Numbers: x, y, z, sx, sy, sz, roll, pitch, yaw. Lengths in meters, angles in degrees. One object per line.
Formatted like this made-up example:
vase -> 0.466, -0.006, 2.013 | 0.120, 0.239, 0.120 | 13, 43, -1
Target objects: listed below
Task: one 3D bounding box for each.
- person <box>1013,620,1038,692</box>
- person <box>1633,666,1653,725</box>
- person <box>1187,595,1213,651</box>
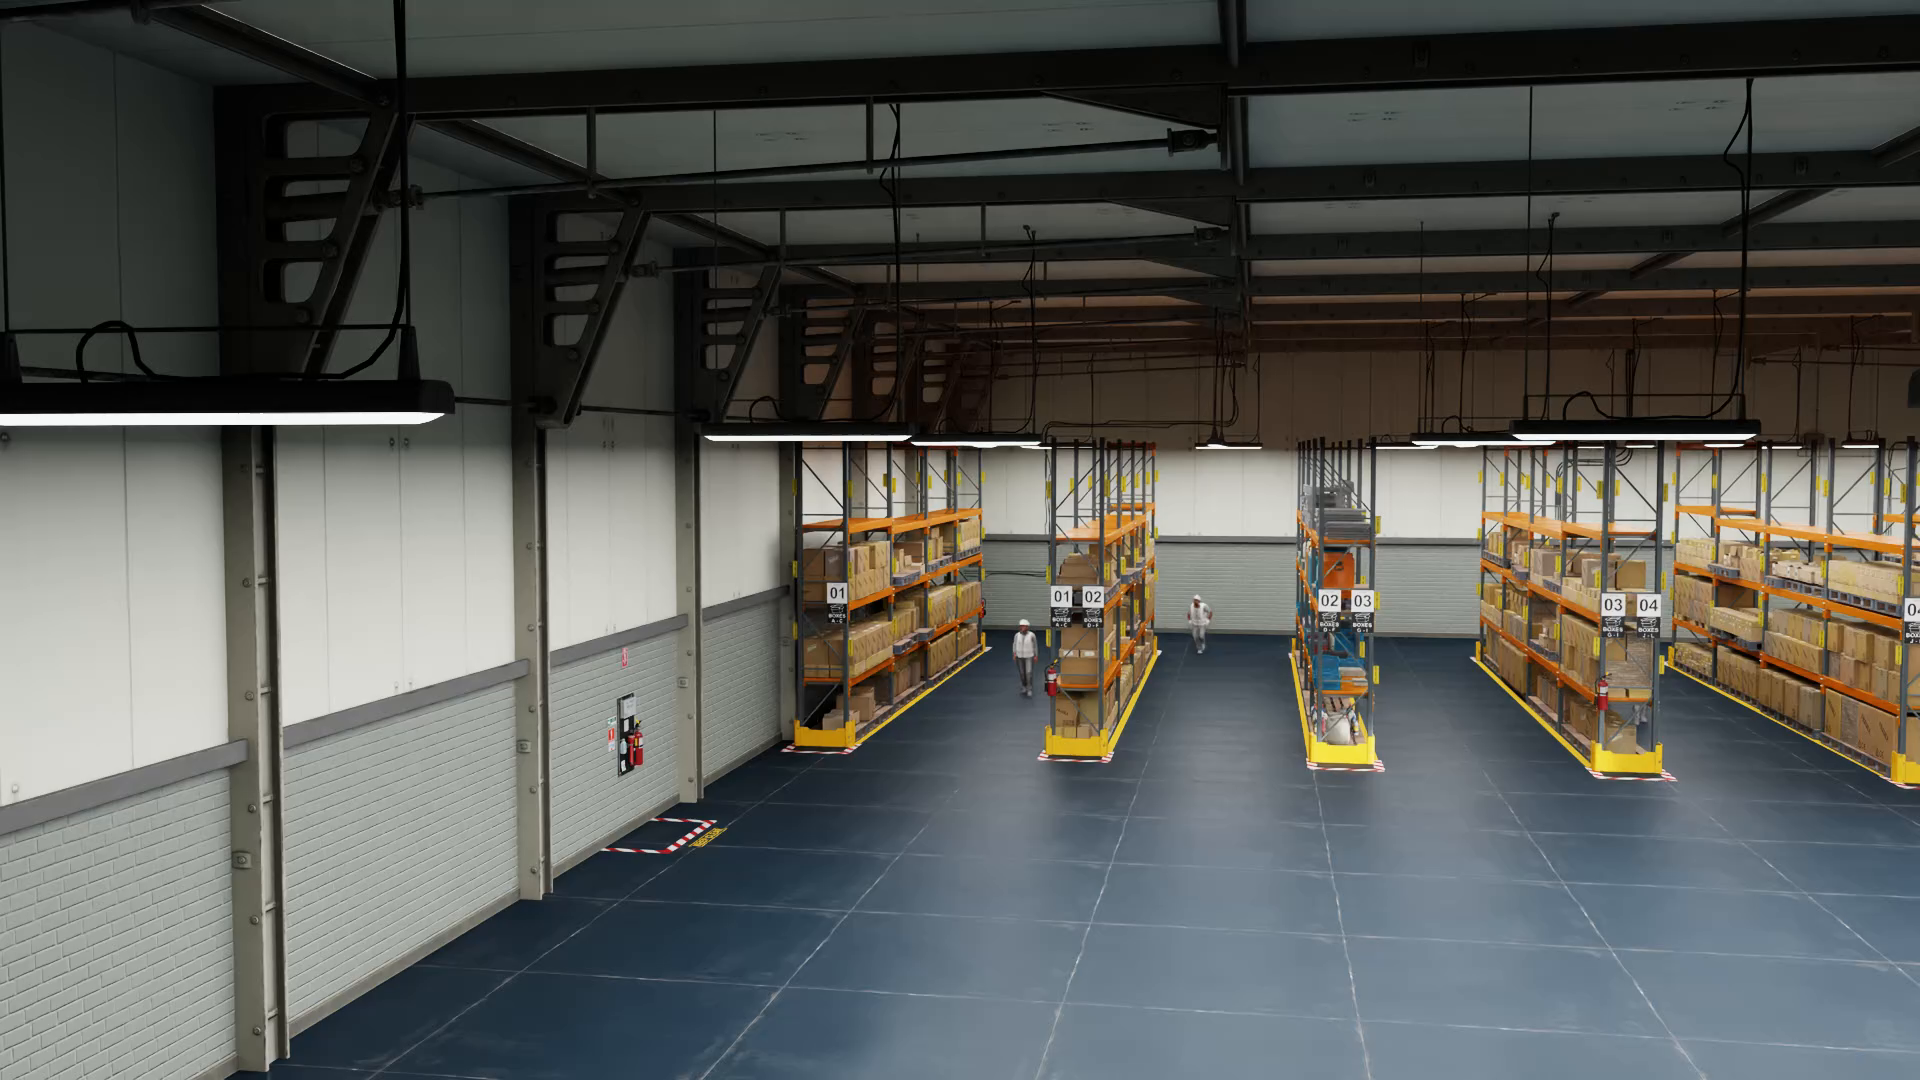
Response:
person -> 1.548, 2.720, 39.280 | 0.590, 1.683, 0.651 | 1, 3, 23
person -> 14.390, 3.046, 35.097 | 0.525, 1.714, 0.539 | 1, 3, 18
person -> 6.799, 2.361, 47.139 | 0.728, 1.618, 0.620 | 1, 3, 19
